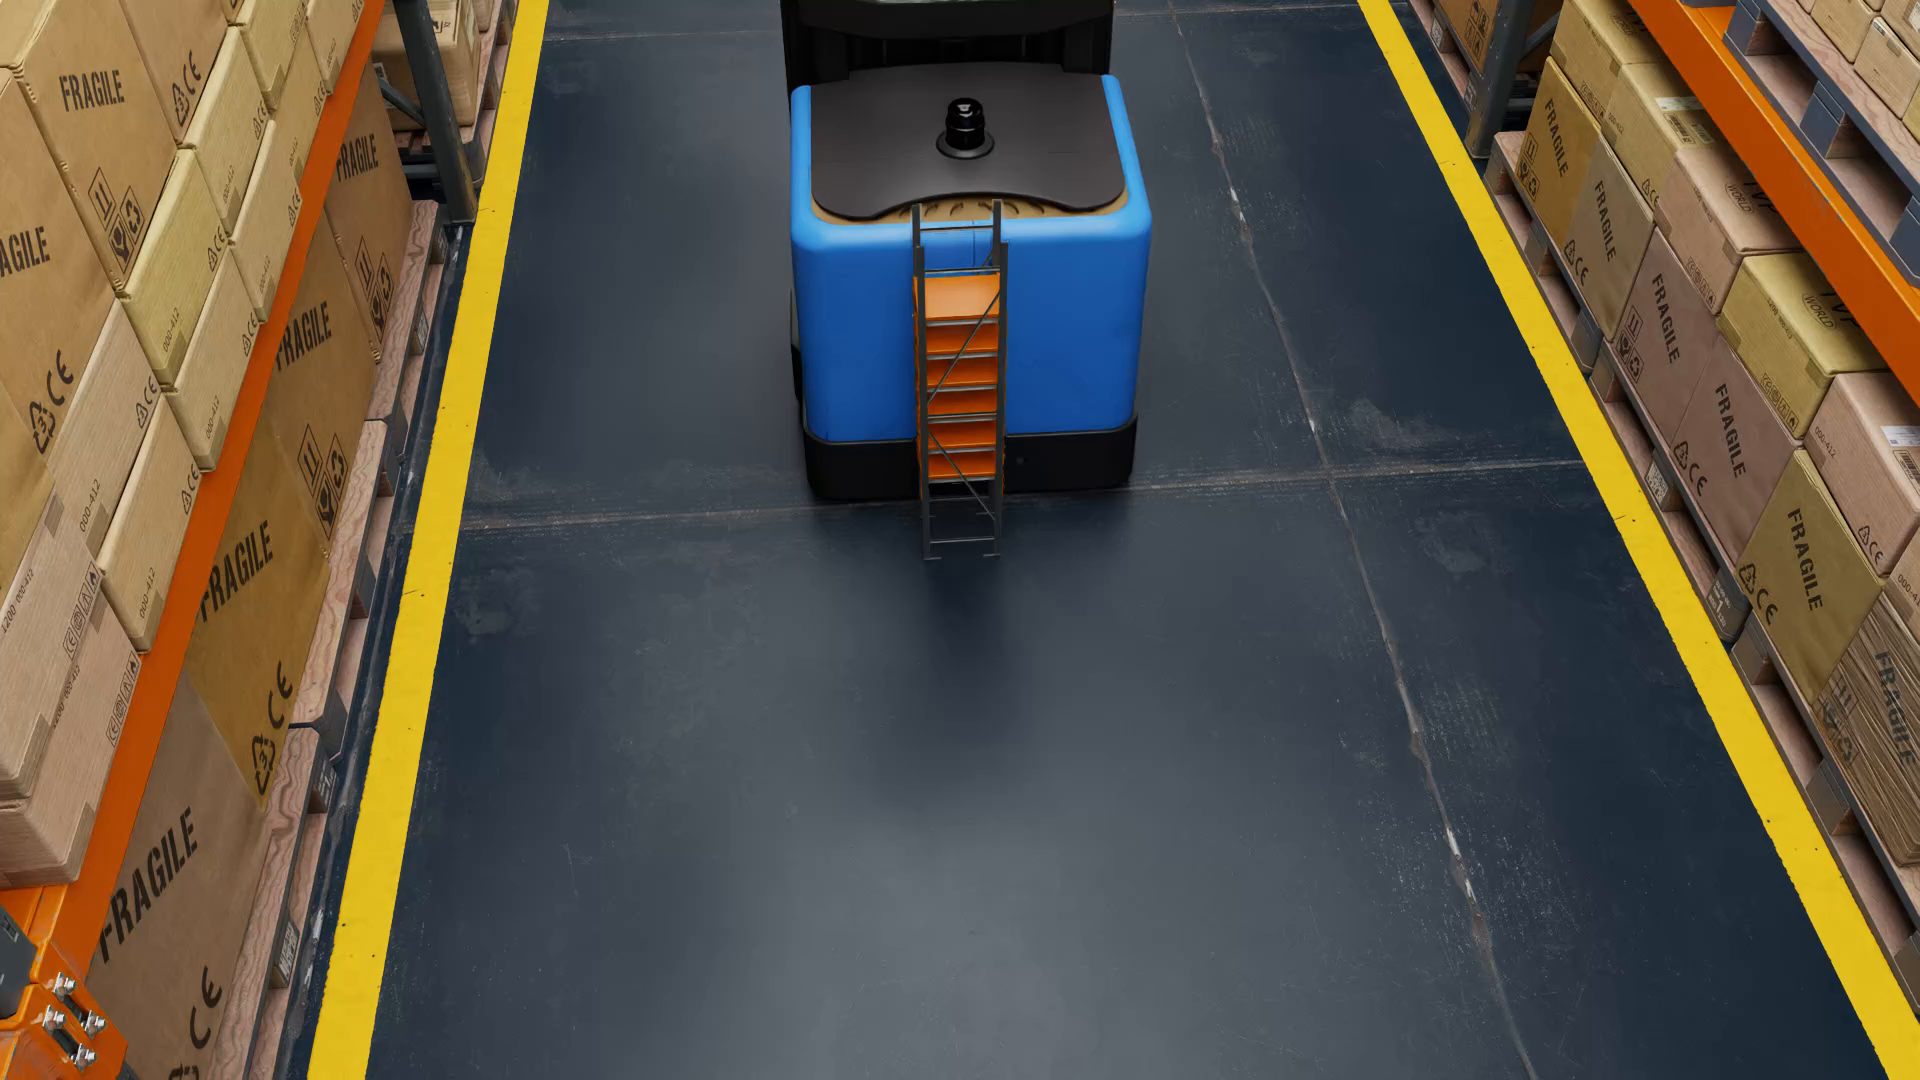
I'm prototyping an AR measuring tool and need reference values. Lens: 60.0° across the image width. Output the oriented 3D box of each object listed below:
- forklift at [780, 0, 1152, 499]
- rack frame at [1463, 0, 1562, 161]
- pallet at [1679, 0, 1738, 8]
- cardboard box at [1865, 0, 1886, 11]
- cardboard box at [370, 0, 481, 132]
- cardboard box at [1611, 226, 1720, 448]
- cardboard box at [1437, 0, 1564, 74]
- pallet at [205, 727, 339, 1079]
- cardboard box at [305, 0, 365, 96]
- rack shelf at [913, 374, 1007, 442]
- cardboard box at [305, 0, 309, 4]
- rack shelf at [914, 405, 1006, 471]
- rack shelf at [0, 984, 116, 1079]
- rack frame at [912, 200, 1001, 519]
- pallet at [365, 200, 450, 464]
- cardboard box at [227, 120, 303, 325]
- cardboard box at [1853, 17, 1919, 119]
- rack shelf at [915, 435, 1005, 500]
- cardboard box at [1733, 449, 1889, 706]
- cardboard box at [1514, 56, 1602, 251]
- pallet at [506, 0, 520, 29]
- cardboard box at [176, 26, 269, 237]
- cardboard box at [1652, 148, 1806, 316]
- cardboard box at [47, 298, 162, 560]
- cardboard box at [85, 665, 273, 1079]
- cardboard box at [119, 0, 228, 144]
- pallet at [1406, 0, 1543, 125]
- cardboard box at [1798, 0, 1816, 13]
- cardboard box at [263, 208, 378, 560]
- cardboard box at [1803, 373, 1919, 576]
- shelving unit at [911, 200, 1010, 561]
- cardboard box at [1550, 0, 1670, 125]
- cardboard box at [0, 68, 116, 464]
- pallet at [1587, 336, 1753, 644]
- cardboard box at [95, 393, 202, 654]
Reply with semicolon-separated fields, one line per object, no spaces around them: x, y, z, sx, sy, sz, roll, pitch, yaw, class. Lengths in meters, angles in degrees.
-0.058;-2.204;5.319;1.130;2.935;3.031;-3;47;-3;forklift
2.555;-2.633;5.677;1.000;3.000;0.127;-3;47;-3;rack frame
2.721;-2.057;5.265;1.213;0.211;1.003;-3;47;-3;pallet
2.505;-1.499;4.283;0.380;0.149;0.250;-4;47;-4;cardboard box
-2.406;-1.909;6.512;0.950;0.372;0.625;-6;47;-6;cardboard box
2.453;-0.656;5.237;0.500;0.500;0.500;-5;47;-4;cardboard box
2.594;-2.449;6.764;1.050;0.750;0.750;-4;47;-4;cardboard box
-2.174;1.041;4.119;1.003;0.211;1.213;-3;47;-3;pallet
-2.009;-1.488;4.697;0.500;0.250;0.500;-3;47;-3;cardboard box
-0.001;-0.392;4.857;0.258;0.103;0.180;-3;47;-3;rack shelf
-2.029;-1.673;4.528;0.500;0.250;0.500;-5;47;-4;cardboard box
-0.001;-0.310;4.944;0.258;0.103;0.180;-3;47;-3;rack shelf
-1.867;2.330;1.473;1.077;0.370;4.000;-3;47;-3;rack shelf
-0.009;-0.489;4.887;0.240;1.200;0.006;-3;47;-3;rack frame
-2.378;-0.725;5.791;1.003;0.211;1.213;-3;47;-3;pallet
-1.912;-0.756;4.003;0.500;0.250;0.500;-4;47;-4;cardboard box
2.525;-1.207;4.211;0.380;0.149;0.250;-5;47;-5;cardboard box
-0.001;-0.227;5.031;0.258;0.103;0.180;-3;47;-3;rack shelf
2.535;0.085;4.536;0.500;0.500;0.500;-4;47;-4;cardboard box
2.360;-1.390;5.933;0.500;0.500;0.500;-5;47;-5;cardboard box
-2.532;-2.746;7.705;1.003;0.211;1.213;-3;47;-3;pallet
-1.922;-0.928;3.822;0.500;0.250;0.500;-5;47;-4;cardboard box
2.443;-0.936;4.986;0.500;0.250;0.500;-3;47;-3;cardboard box
-1.862;-0.196;3.129;0.500;0.250;0.500;-3;47;-3;cardboard box
-2.166;0.778;3.621;0.875;0.875;0.875;-2;47;-2;cardboard box
-1.944;-1.182;3.546;0.500;0.500;0.500;-4;47;-4;cardboard box
2.564;-2.249;7.234;1.003;0.211;1.213;-3;47;-3;pallet
2.486;-1.578;4.562;0.380;0.149;0.250;-2;47;-2;cardboard box
-2.323;-0.522;4.853;0.875;0.875;0.875;-3;47;-3;cardboard box
2.546;-0.177;4.268;0.500;0.250;0.500;-1;47;-1;cardboard box
-0.001;-0.423;4.824;0.258;1.200;0.189;-3;47;-3;shelving unit
2.372;-1.662;5.674;0.500;0.250;0.500;-5;47;-5;cardboard box
-1.855;-0.445;2.848;0.500;0.500;0.500;-4;47;-4;cardboard box
2.718;-0.228;5.320;1.003;0.211;1.213;-3;47;-3;pallet
-1.853;-0.022;3.308;0.500;0.250;0.500;-5;47;-4;cardboard box
